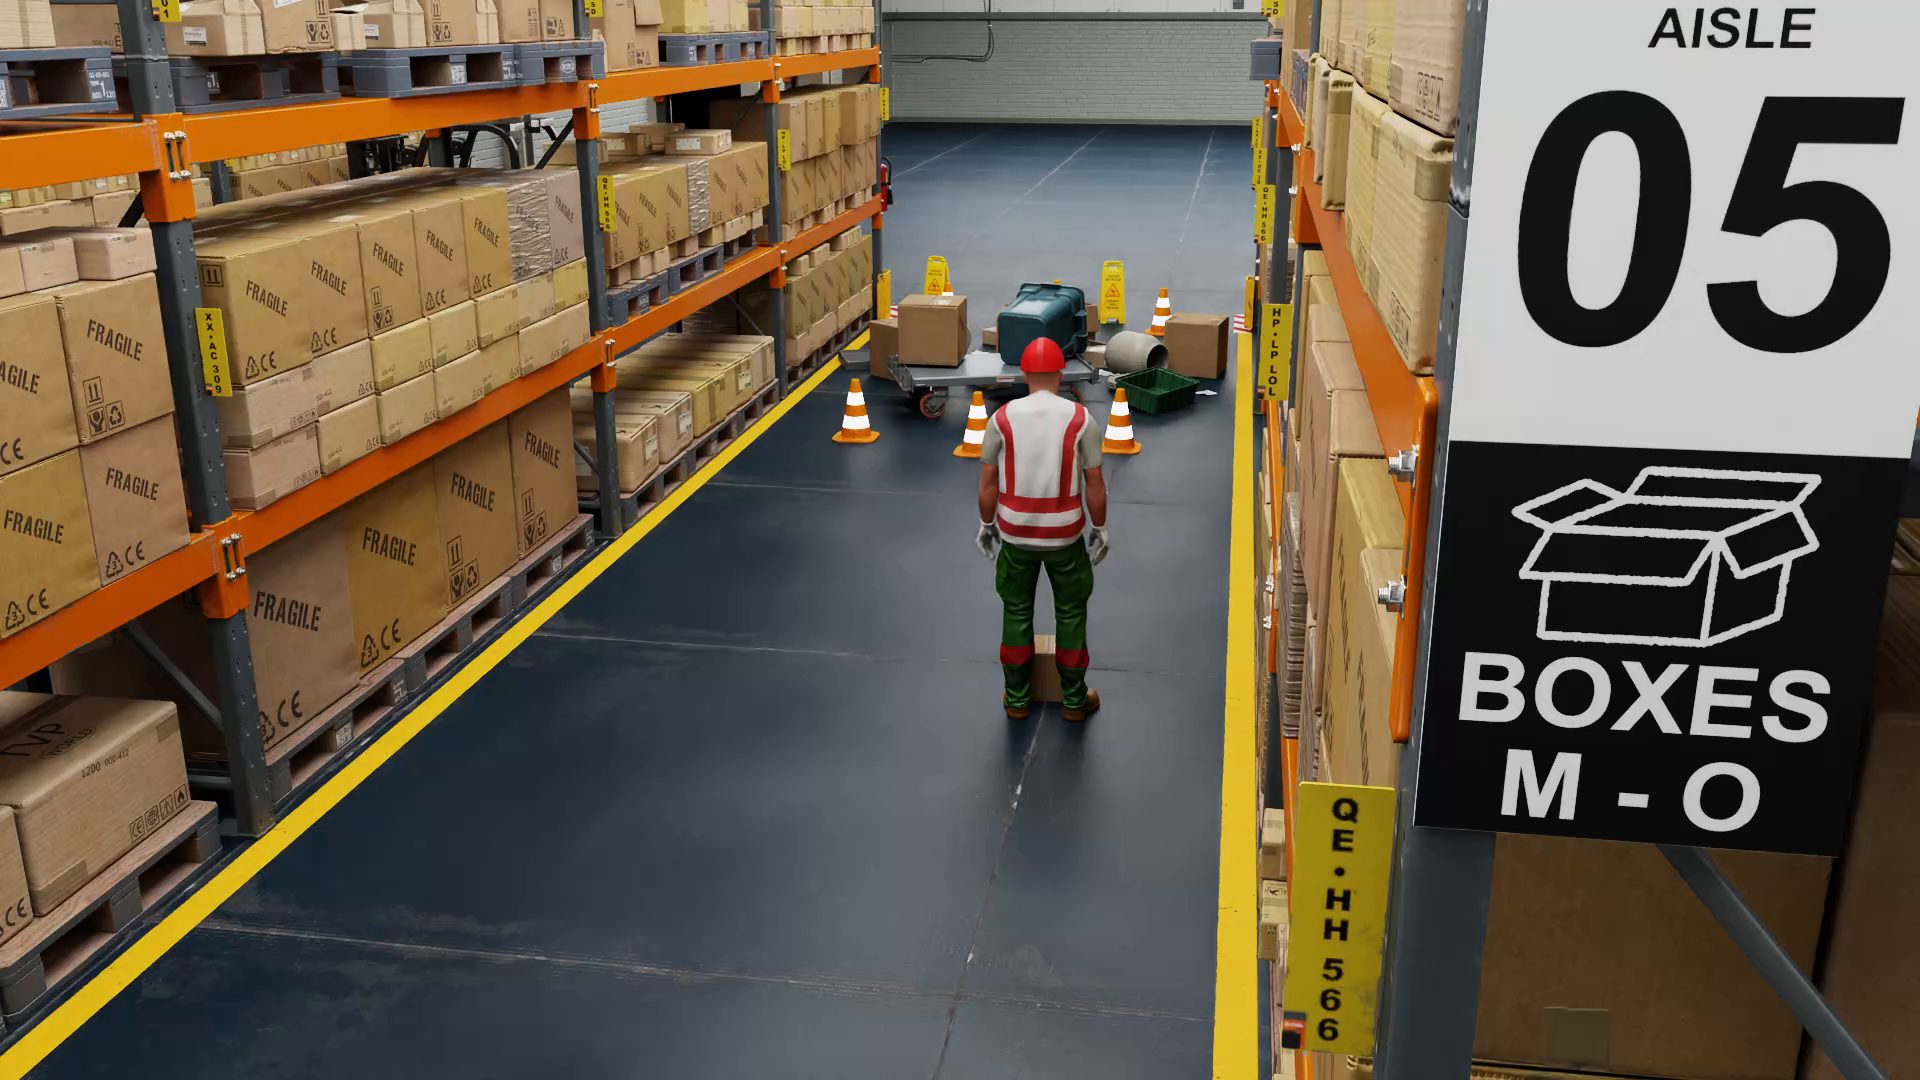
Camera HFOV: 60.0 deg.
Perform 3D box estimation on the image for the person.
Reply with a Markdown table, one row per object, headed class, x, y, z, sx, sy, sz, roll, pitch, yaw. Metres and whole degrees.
| class | x | y | z | sx | sy | sz | roll | pitch | yaw |
| --- | --- | --- | --- | --- | --- | --- | --- | --- | --- |
| person | 0.384 | -0.037 | 7.644 | 0.611 | 1.779 | 0.455 | 3 | 18 | 9 |
